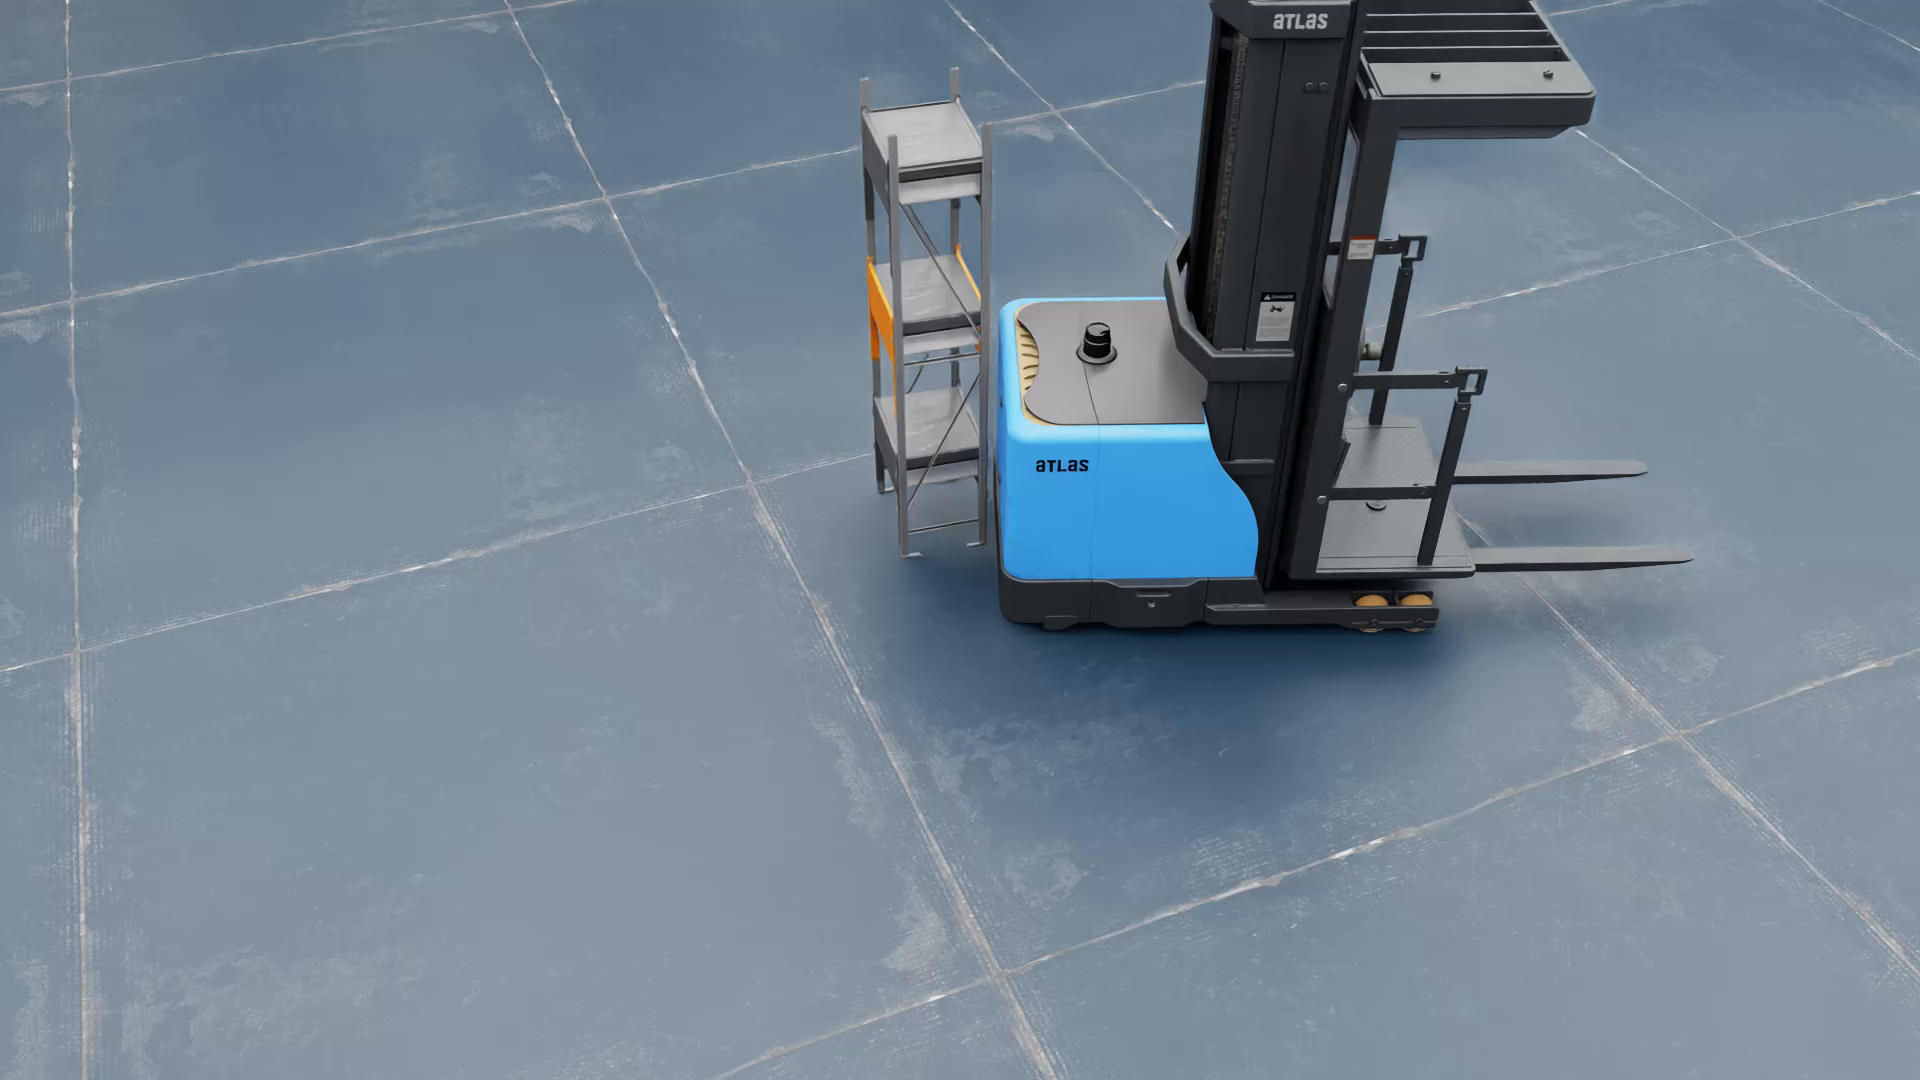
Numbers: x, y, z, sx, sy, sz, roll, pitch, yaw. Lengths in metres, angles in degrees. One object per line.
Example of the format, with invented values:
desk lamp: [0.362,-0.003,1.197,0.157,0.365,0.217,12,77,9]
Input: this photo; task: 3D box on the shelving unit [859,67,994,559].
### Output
shelving unit: [-0.137,-0.901,7.106,0.431,2.100,0.503,-10,42,-11]

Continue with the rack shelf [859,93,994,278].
rack shelf: [-0.137,-1.421,6.658,0.431,0.518,0.480,-10,42,-11]

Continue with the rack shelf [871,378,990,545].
rack shelf: [-0.137,-0.360,7.571,0.431,0.518,0.480,-10,42,-11]

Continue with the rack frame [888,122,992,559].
rack frame: [-0.075,-0.747,6.927,0.400,2.100,0.015,-10,42,-11]

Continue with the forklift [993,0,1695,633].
forklift: [1.680,-1.059,6.652,3.031,2.935,1.130,-1,41,-1]

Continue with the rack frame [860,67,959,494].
rack frame: [-0.199,-1.055,7.285,0.400,2.100,0.015,-10,42,-11]

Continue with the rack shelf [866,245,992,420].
rack shelf: [-0.137,-0.890,7.115,0.431,0.518,0.480,-10,42,-11]
